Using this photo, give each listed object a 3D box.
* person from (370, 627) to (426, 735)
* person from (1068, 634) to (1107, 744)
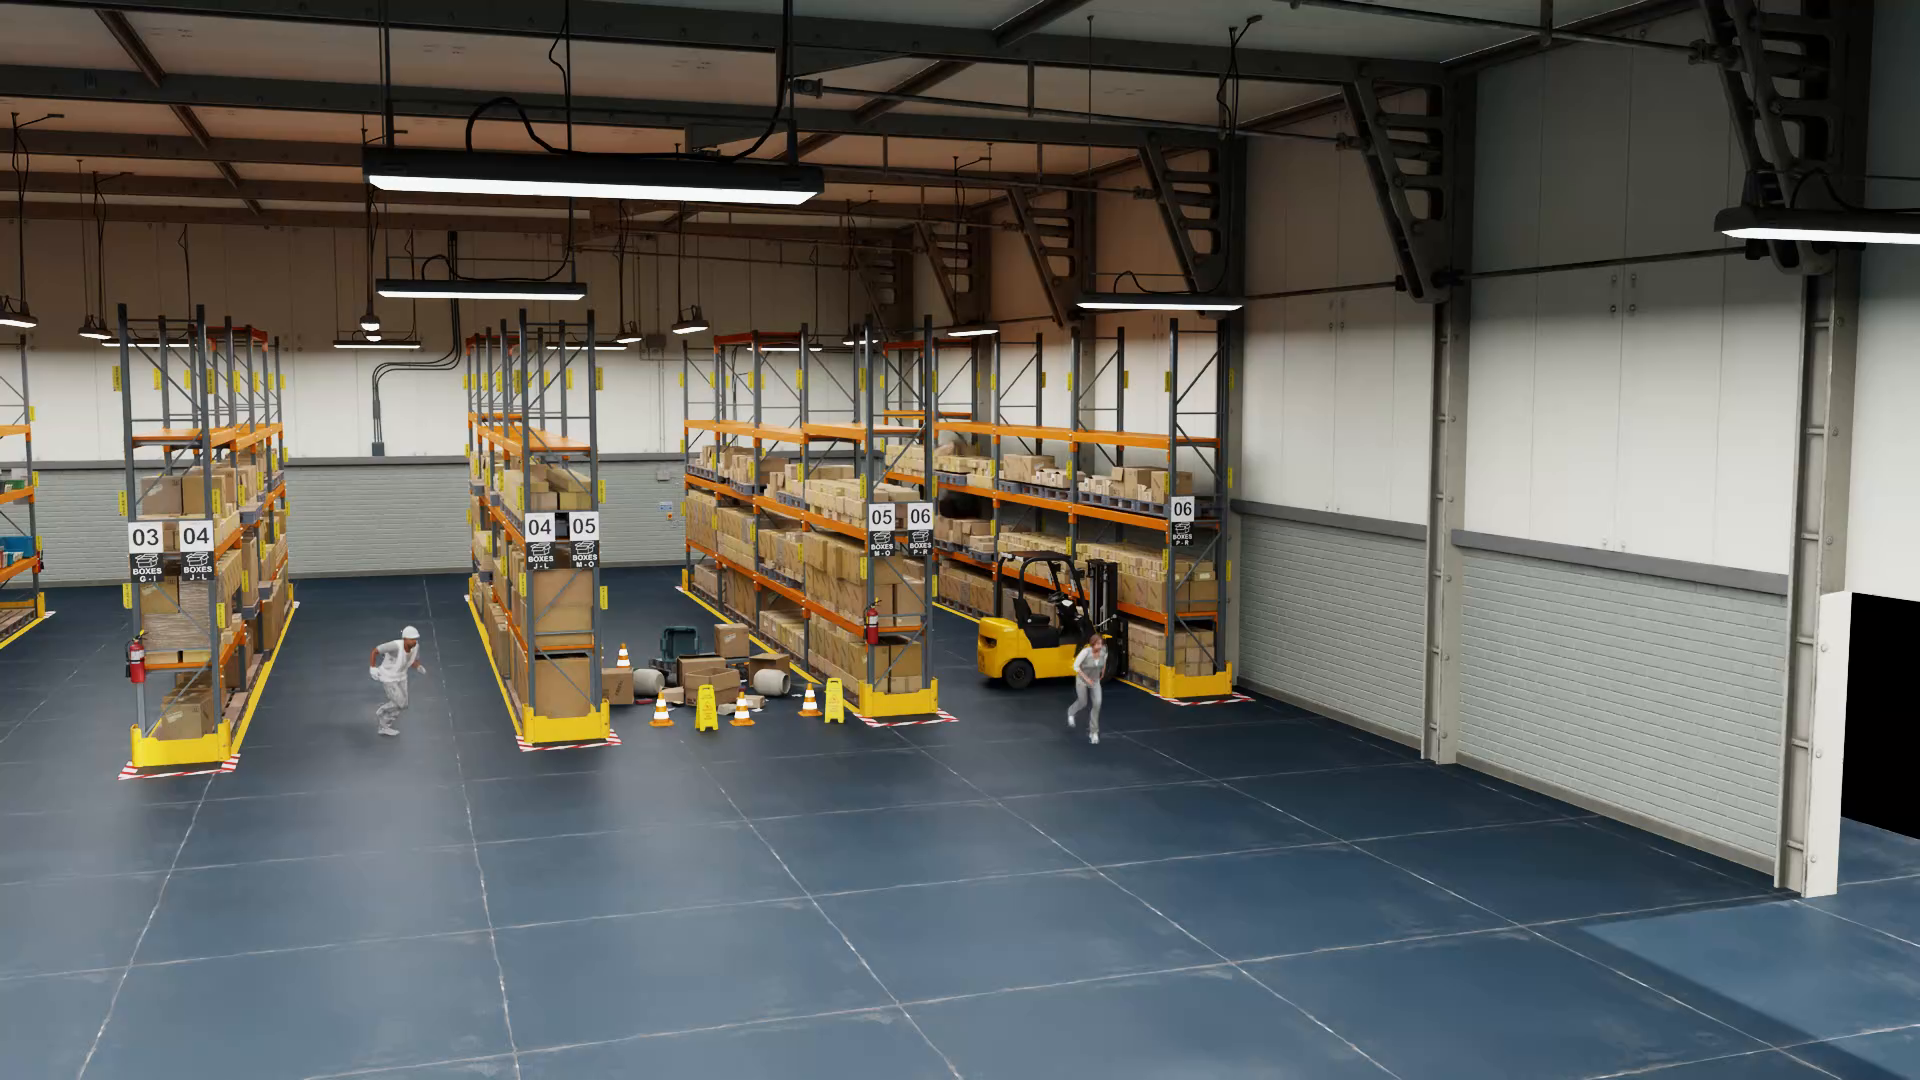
[{"bbox_3d":[-7.924,1.996,23.405,0.821,1.590,0.715,3,6,27],"label":"person"},{"bbox_3d":[1.769,2.044,23.432,0.573,1.546,0.917,-3,6,-27],"label":"person"}]
